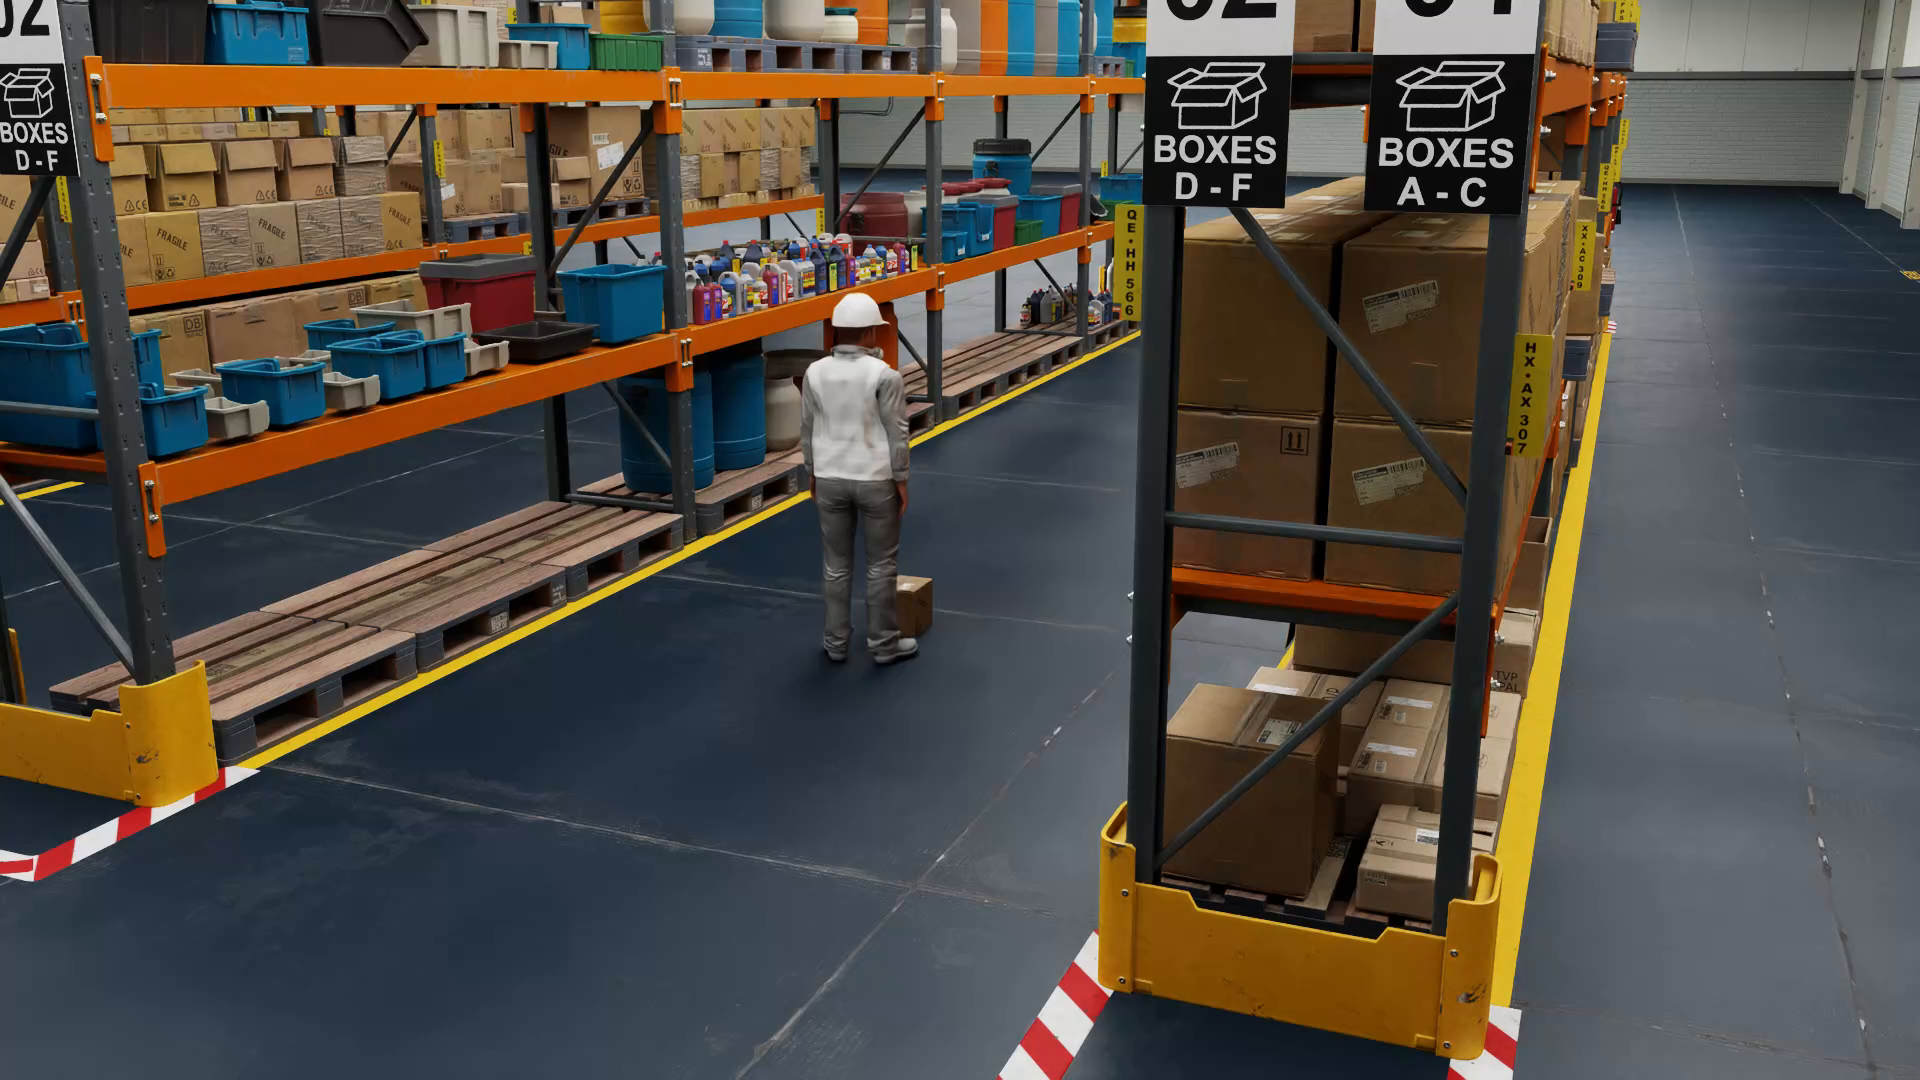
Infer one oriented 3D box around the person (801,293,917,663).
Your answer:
[{"bbox_3d":[-0.491,-0.292,7.971,0.557,1.776,0.360,4,16,15],"label":"person"}]
